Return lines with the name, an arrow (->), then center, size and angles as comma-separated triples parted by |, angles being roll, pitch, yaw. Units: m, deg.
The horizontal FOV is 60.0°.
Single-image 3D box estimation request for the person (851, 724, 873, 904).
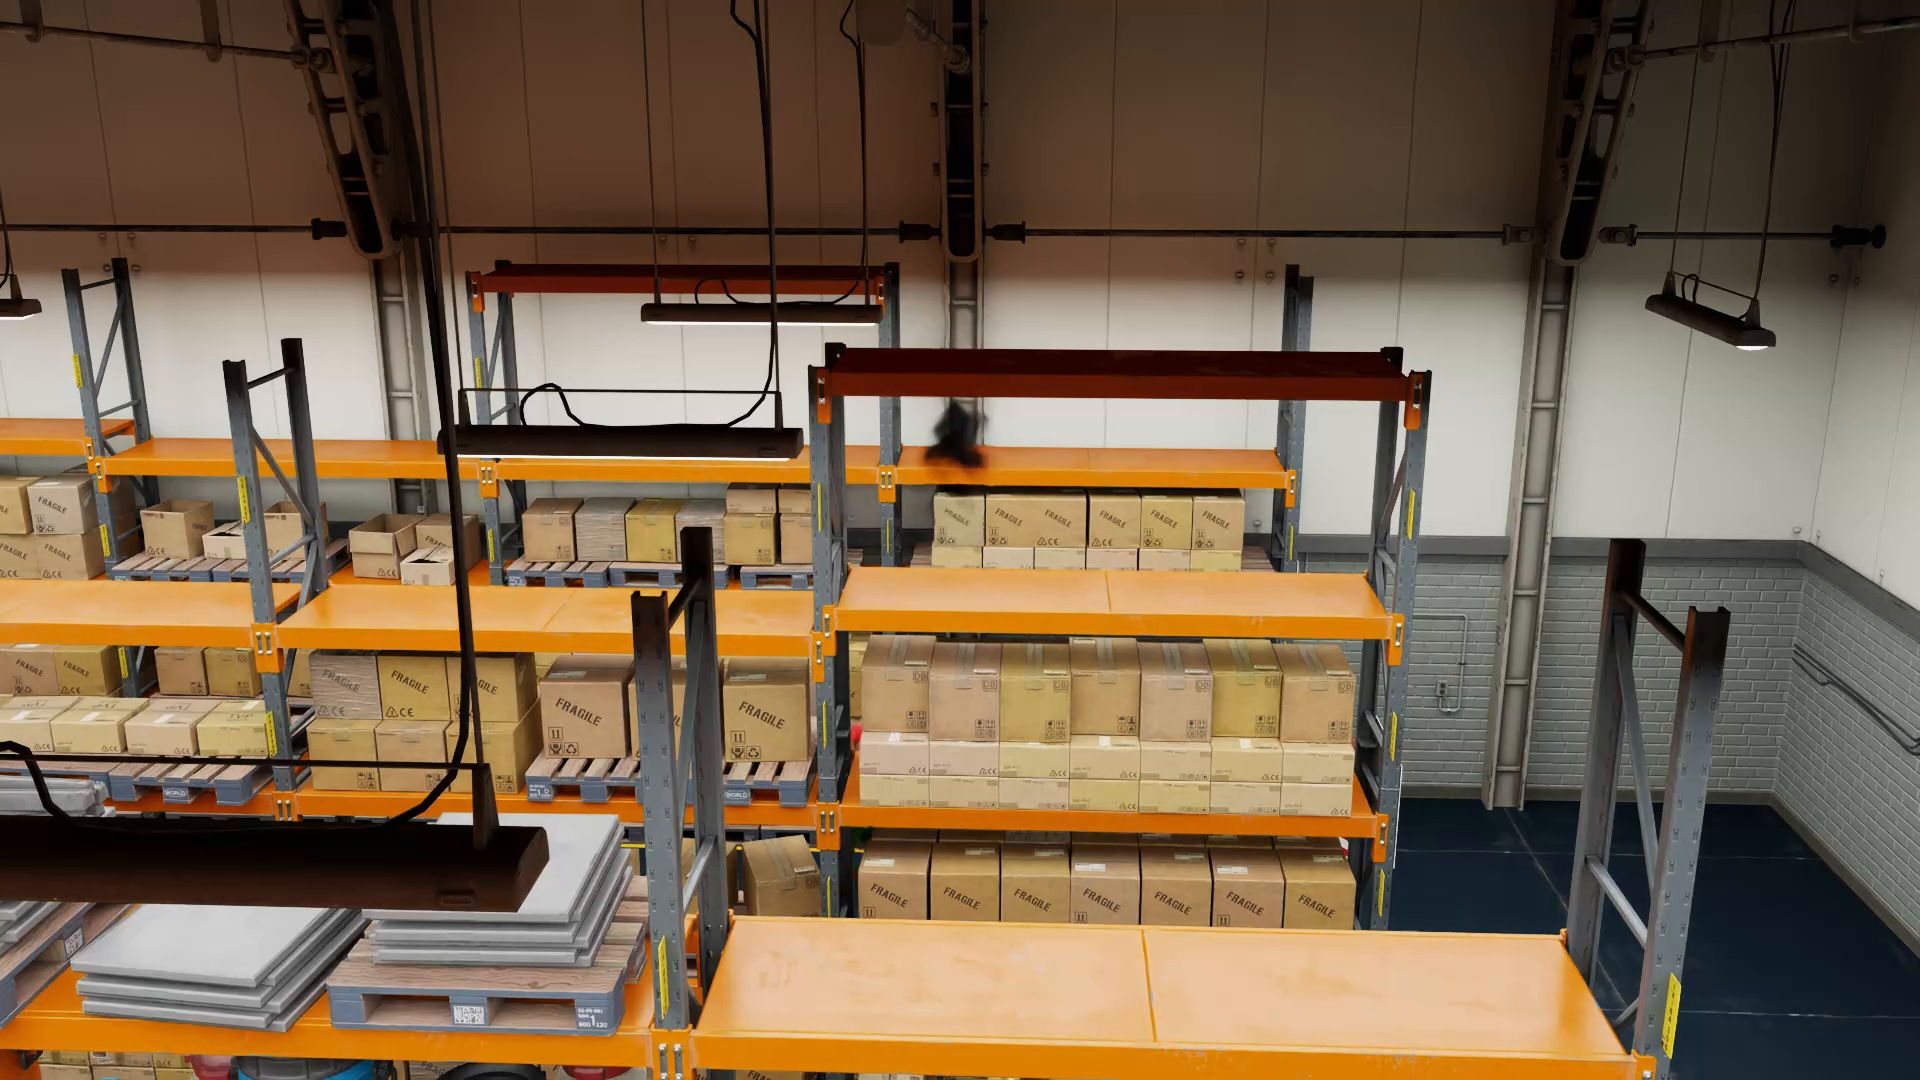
person -> -0.974, 2.615, 15.517 | 0.755, 1.892, 0.635 | -1, 16, -5
